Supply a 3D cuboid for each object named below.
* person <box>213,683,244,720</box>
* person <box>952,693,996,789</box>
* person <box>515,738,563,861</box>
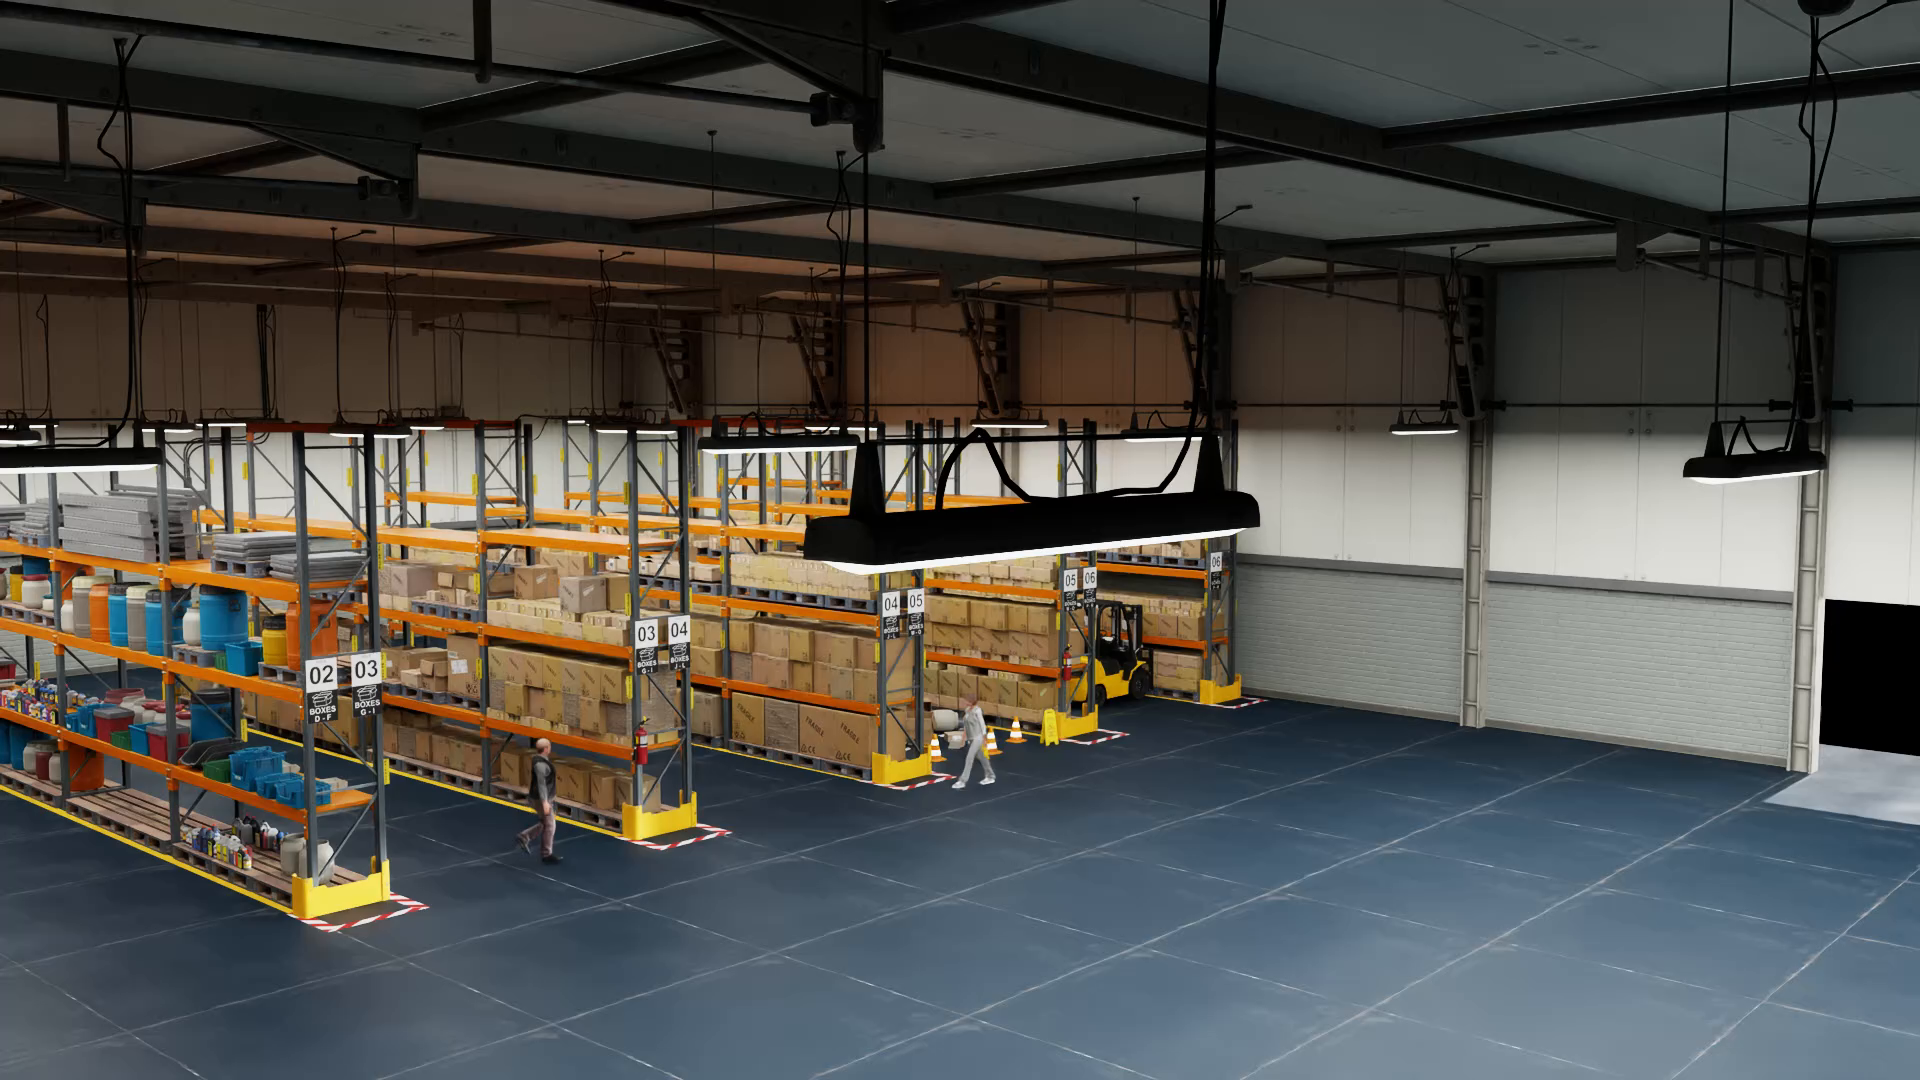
[{"bbox_3d":[-13.393,3.005,30.379,0.708,1.708,0.623,4,6,38],"label":"person"},{"bbox_3d":[0.195,3.290,27.437,0.879,1.551,0.448,-2,5,-24],"label":"person"},{"bbox_3d":[-5.831,3.585,22.979,0.670,1.707,0.533,-1,5,-7],"label":"person"}]
